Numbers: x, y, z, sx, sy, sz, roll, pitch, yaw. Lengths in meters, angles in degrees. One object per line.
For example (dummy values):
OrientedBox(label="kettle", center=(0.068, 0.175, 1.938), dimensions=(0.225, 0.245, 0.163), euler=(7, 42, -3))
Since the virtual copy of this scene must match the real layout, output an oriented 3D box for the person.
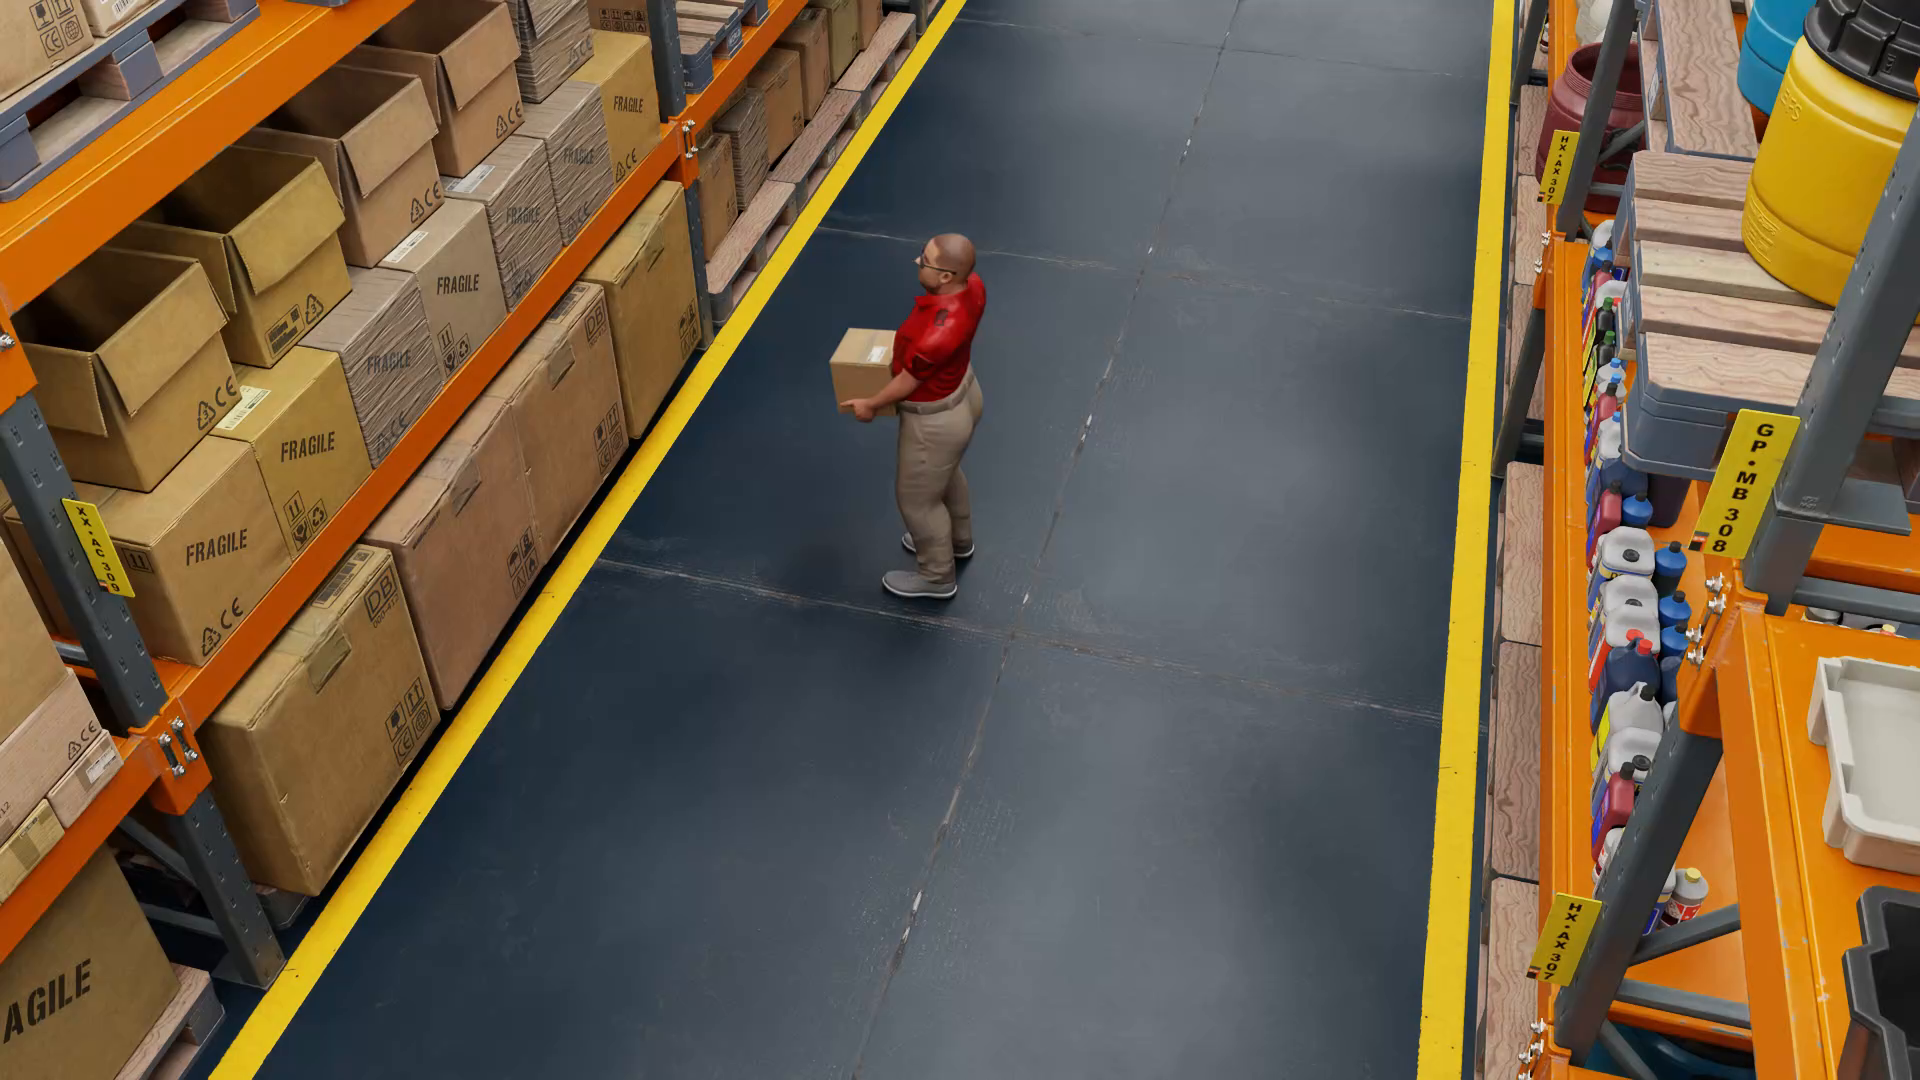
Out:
OrientedBox(label="person", center=(-0.192, -0.517, 6.779), dimensions=(0.537, 1.712, 0.493), euler=(10, 42, 12))
